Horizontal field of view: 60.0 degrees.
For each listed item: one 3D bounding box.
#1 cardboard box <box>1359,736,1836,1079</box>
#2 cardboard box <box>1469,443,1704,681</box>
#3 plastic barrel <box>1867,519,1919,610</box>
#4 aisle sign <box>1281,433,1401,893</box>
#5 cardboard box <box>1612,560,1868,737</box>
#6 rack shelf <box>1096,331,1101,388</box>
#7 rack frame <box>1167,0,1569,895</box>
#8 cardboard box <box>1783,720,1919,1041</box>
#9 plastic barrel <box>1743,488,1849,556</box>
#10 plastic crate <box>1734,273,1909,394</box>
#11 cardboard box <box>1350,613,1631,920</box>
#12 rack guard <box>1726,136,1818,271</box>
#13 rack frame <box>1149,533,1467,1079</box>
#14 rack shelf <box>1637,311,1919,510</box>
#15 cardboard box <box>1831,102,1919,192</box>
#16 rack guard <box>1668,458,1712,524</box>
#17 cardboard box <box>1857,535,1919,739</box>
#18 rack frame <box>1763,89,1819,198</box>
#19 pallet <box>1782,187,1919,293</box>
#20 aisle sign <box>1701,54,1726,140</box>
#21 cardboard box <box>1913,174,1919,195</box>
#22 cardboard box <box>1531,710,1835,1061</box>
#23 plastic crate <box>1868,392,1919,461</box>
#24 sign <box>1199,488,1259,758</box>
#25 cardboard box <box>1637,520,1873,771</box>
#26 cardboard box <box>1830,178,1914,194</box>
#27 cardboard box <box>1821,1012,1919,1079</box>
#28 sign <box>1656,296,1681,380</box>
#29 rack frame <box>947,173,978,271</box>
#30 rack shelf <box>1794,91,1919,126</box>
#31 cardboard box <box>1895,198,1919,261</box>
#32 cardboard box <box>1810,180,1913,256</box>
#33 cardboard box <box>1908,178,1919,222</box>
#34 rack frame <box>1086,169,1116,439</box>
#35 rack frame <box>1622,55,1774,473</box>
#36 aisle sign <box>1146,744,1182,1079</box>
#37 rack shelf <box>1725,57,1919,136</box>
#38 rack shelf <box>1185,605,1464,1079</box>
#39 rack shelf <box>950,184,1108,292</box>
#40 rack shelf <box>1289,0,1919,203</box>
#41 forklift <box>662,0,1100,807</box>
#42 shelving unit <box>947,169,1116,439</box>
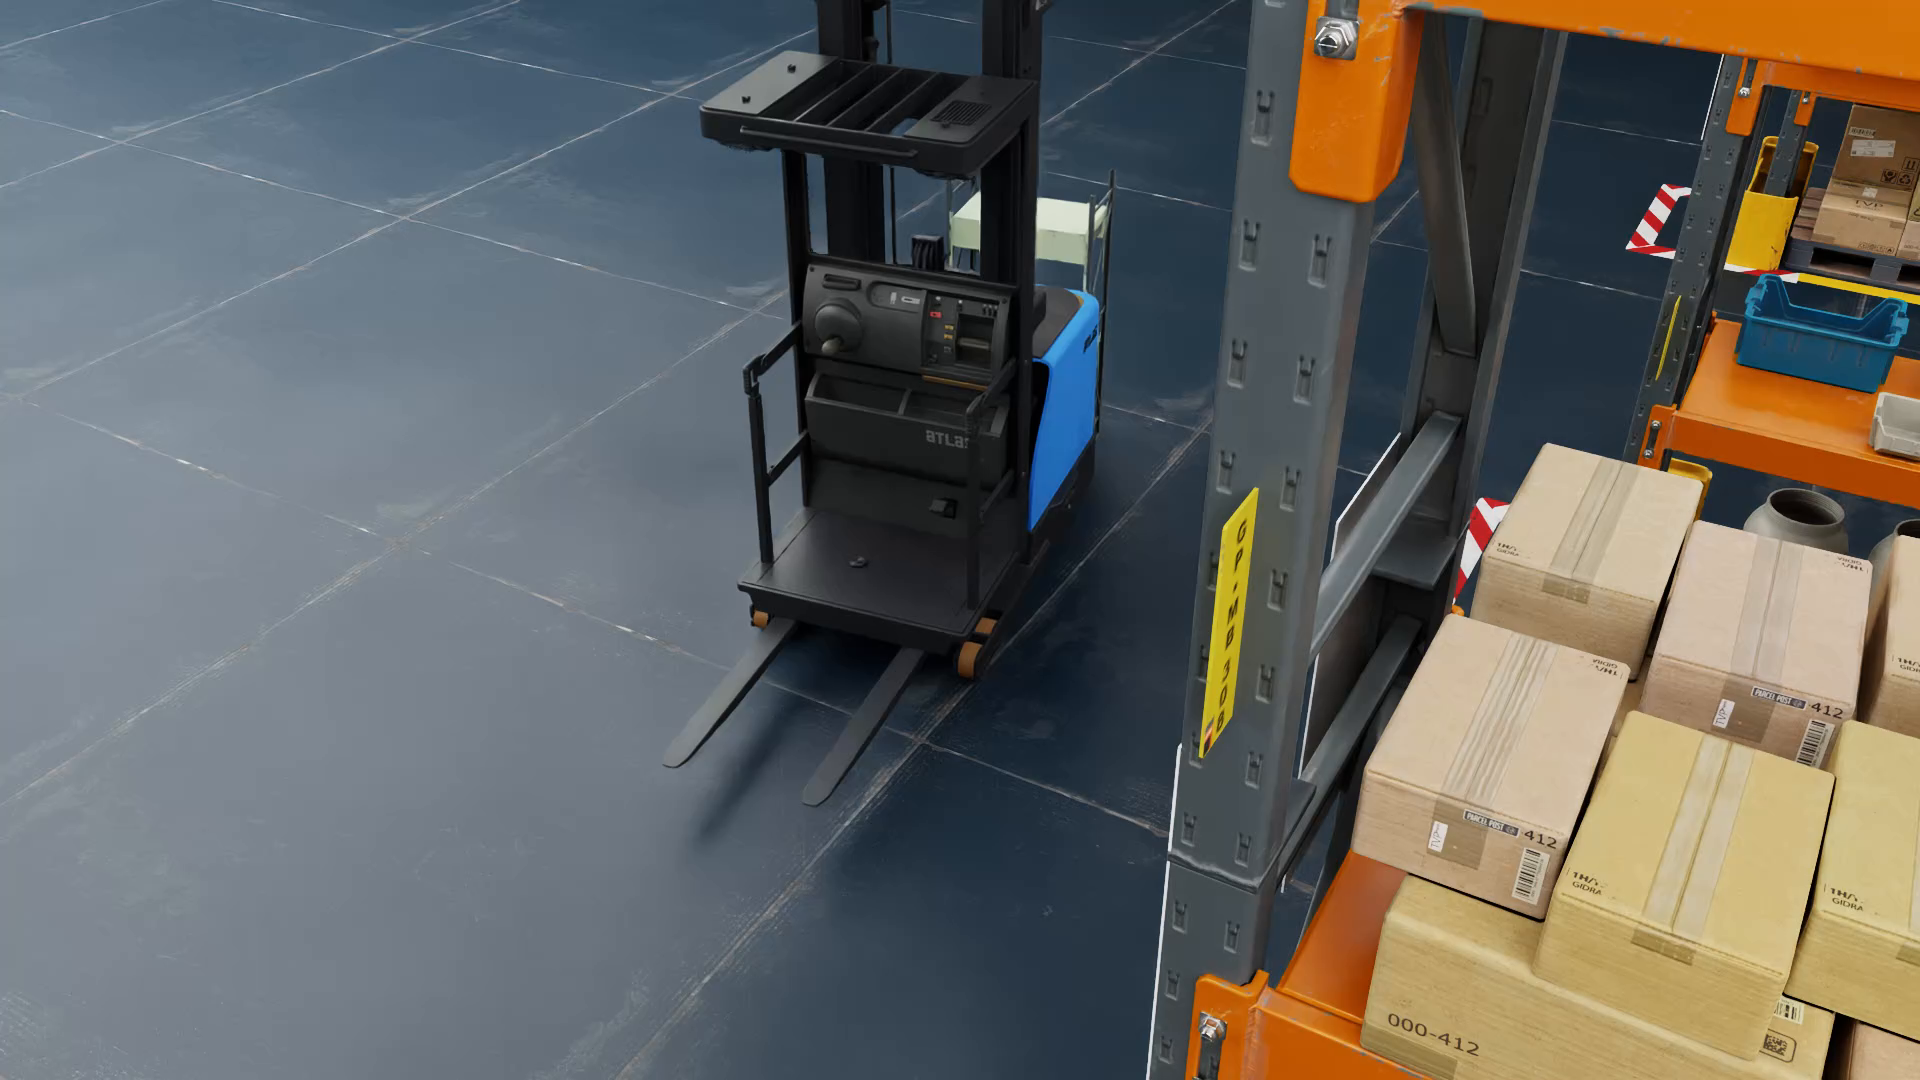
[{"bbox_3d":[0.867,0.520,2.191,0.500,0.250,0.500,19,38,26],"label":"cardboard box"},{"bbox_3d":[0.972,0.024,2.577,0.250,0.149,0.380,18,37,24],"label":"cardboard box"},{"bbox_3d":[4.079,0.209,7.096,0.421,0.512,0.421,0,34,0],"label":"plastic barrel"},{"bbox_3d":[0.672,0.206,2.889,0.004,0.787,0.394,18,37,24],"label":"aisle sign"},{"bbox_3d":[1.121,0.274,2.561,0.500,0.250,0.500,18,38,25],"label":"cardboard box"},{"bbox_3d":[0.350,-0.918,8.853,0.720,0.370,0.431,11,34,16],"label":"rack shelf"},{"bbox_3d":[0.577,-1.047,1.704,0.127,3.000,1.000,18,37,24],"label":"rack frame"},{"bbox_3d":[1.158,0.413,1.993,0.250,0.149,0.380,17,37,24],"label":"cardboard box"},{"bbox_3d":[3.643,0.071,7.303,0.421,0.512,0.421,0,34,0],"label":"plastic barrel"},{"bbox_3d":[3.617,-0.878,6.997,0.616,0.251,0.499,18,37,24],"label":"plastic crate"},{"bbox_3d":[0.701,0.285,2.186,0.250,0.149,0.380,17,37,24],"label":"cardboard box"},{"bbox_3d":[5.474,-2.283,11.227,0.348,0.500,1.175,18,37,24],"label":"rack guard"},{"bbox_3d":[0.577,1.450,3.367,0.127,3.000,1.000,18,37,24],"label":"rack frame"},{"bbox_3d":[4.771,-0.084,6.319,4.000,0.370,1.077,18,37,24],"label":"rack shelf"},{"bbox_3d":[6.108,-2.655,10.955,0.500,0.500,0.500,18,37,24],"label":"cardboard box"},{"bbox_3d":[3.123,0.105,7.641,0.348,0.500,1.175,18,37,24],"label":"rack guard"},{"bbox_3d":[1.432,0.174,2.351,0.250,0.149,0.380,16,37,22],"label":"cardboard box"},{"bbox_3d":[5.495,-3.316,10.524,0.127,3.000,1.000,18,37,24],"label":"rack frame"},{"bbox_3d":[6.180,-1.966,11.011,1.213,0.211,1.003,18,37,24],"label":"pallet"},{"bbox_3d":[2.826,-1.895,6.043,0.004,0.787,0.394,18,37,24],"label":"aisle sign"},{"bbox_3d":[6.547,-2.210,10.964,0.500,0.250,0.500,18,37,24],"label":"cardboard box"},{"bbox_3d":[0.878,0.403,2.009,0.250,0.149,0.380,18,38,25],"label":"cardboard box"},{"bbox_3d":[3.651,-0.423,6.417,0.250,0.136,0.298,18,37,24],"label":"plastic crate"},{"bbox_3d":[0.307,0.099,1.901,0.005,0.325,0.100,18,37,24],"label":"sign"},{"bbox_3d":[1.140,0.152,2.385,0.250,0.149,0.380,16,37,23],"label":"cardboard box"},{"bbox_3d":[6.107,-2.341,11.162,0.500,0.250,0.500,18,37,24],"label":"cardboard box"},{"bbox_3d":[1.317,0.659,1.983,0.500,0.250,0.500,17,37,23],"label":"cardboard box"},{"bbox_3d":[2.757,-0.785,6.474,0.005,0.325,0.100,18,37,24],"label":"sign"},{"bbox_3d":[0.009,-1.262,8.781,0.023,1.500,0.400,11,34,16],"label":"rack frame"},{"bbox_3d":[7.232,-2.467,9.897,4.000,0.370,1.077,18,37,24],"label":"rack shelf"},{"bbox_3d":[6.286,-1.956,10.584,0.500,0.250,0.500,18,37,24],"label":"cardboard box"},{"bbox_3d":[5.850,-2.092,10.787,0.500,0.250,0.500,18,37,24],"label":"cardboard box"},{"bbox_3d":[6.285,-2.268,10.375,0.500,0.500,0.500,18,37,24],"label":"cardboard box"},{"bbox_3d":[0.698,-1.124,8.576,0.023,1.500,0.400,11,34,16],"label":"rack frame"},{"bbox_3d":[3.034,-0.934,6.946,0.127,3.000,1.000,18,37,24],"label":"rack frame"},{"bbox_3d":[0.374,0.495,2.455,0.004,0.787,0.394,18,37,24],"label":"aisle sign"},{"bbox_3d":[4.771,-1.333,5.488,4.000,0.370,1.077,18,37,24],"label":"rack shelf"},{"bbox_3d":[2.313,1.051,1.909,4.000,0.370,1.077,18,37,24],"label":"rack shelf"},{"bbox_3d":[0.356,-1.523,8.470,0.720,0.370,0.431,11,34,16],"label":"rack shelf"},{"bbox_3d":[2.313,-0.197,1.078,4.000,0.370,1.077,18,37,24],"label":"rack shelf"},{"bbox_3d":[-0.310,-0.869,6.910,1.130,2.935,3.031,12,36,18],"label":"forklift"},{"bbox_3d":[0.353,-1.193,8.678,0.755,1.500,0.431,11,34,16],"label":"shelving unit"}]
